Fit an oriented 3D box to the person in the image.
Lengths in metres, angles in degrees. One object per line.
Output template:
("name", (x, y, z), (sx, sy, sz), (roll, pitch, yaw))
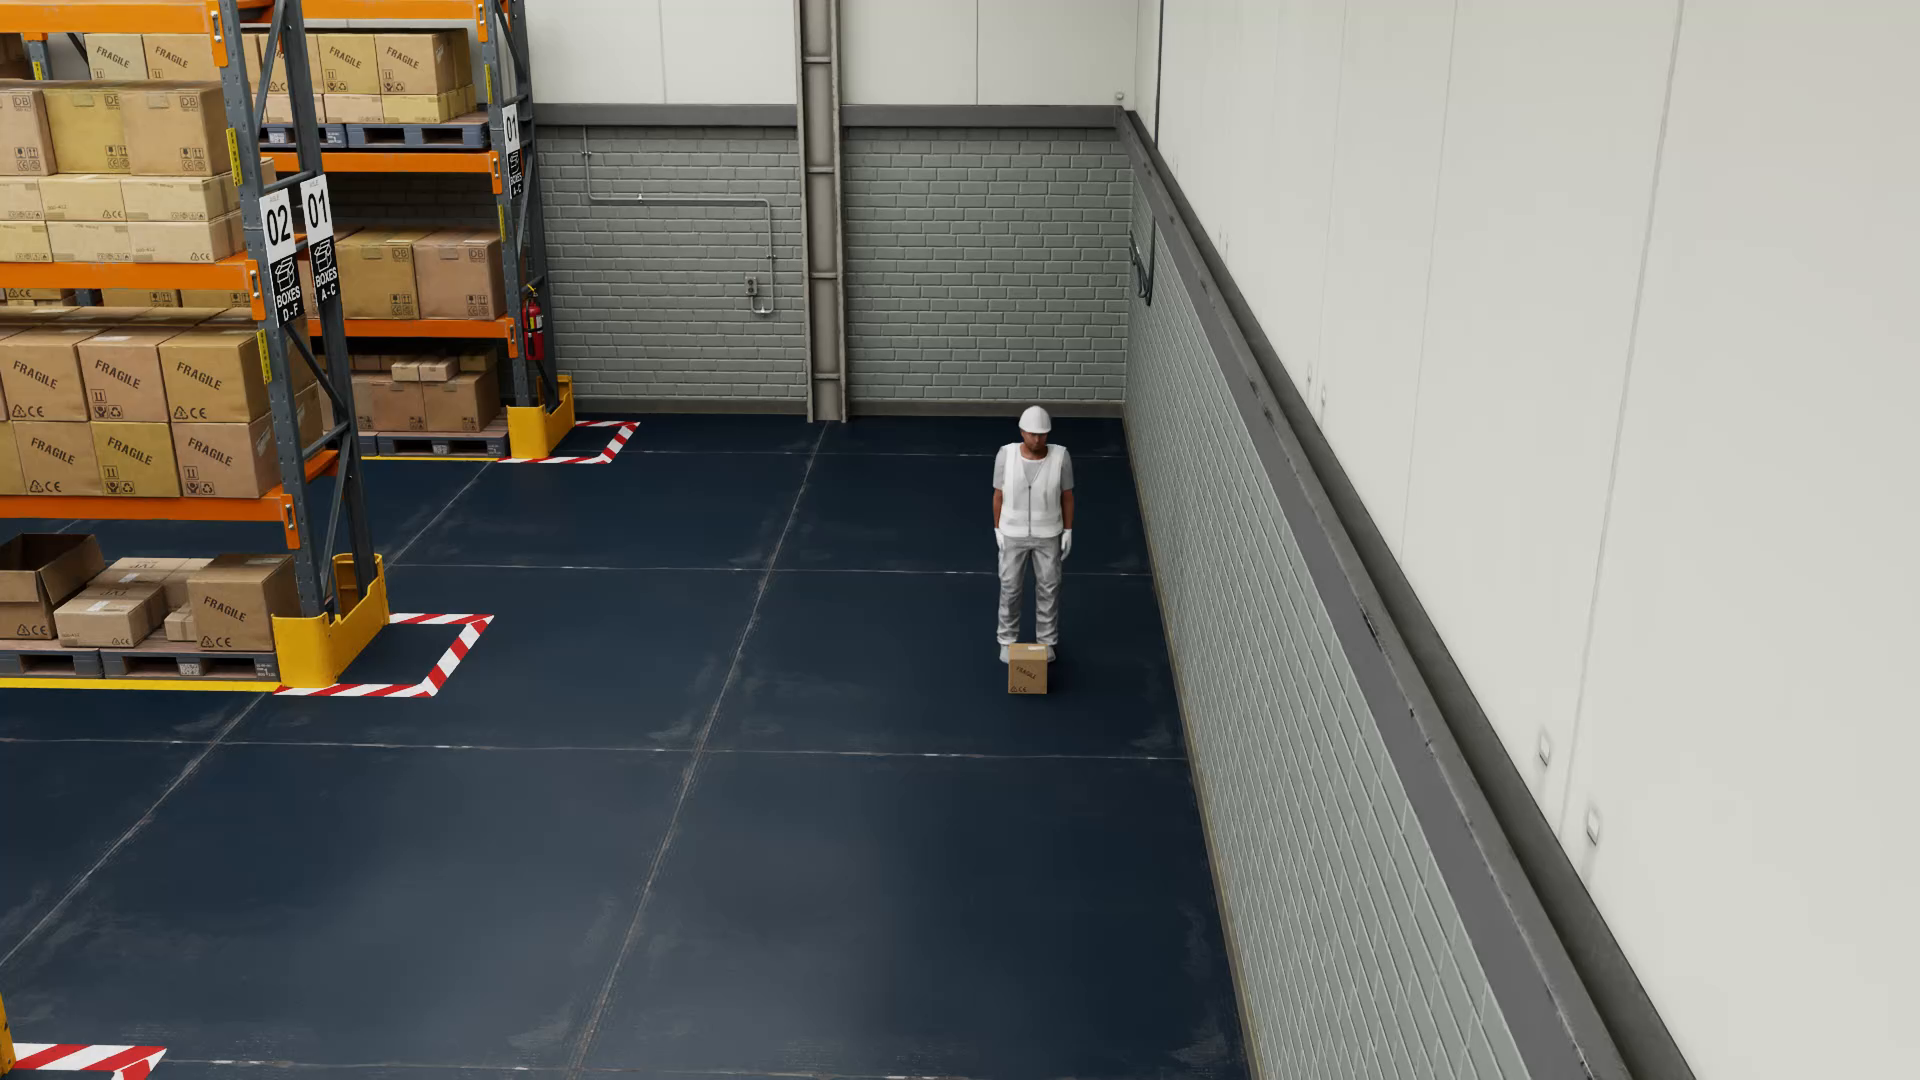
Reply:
("person", (0.491, -0.038, 11.167), (0.547, 1.783, 0.357), (1, 21, 3))
